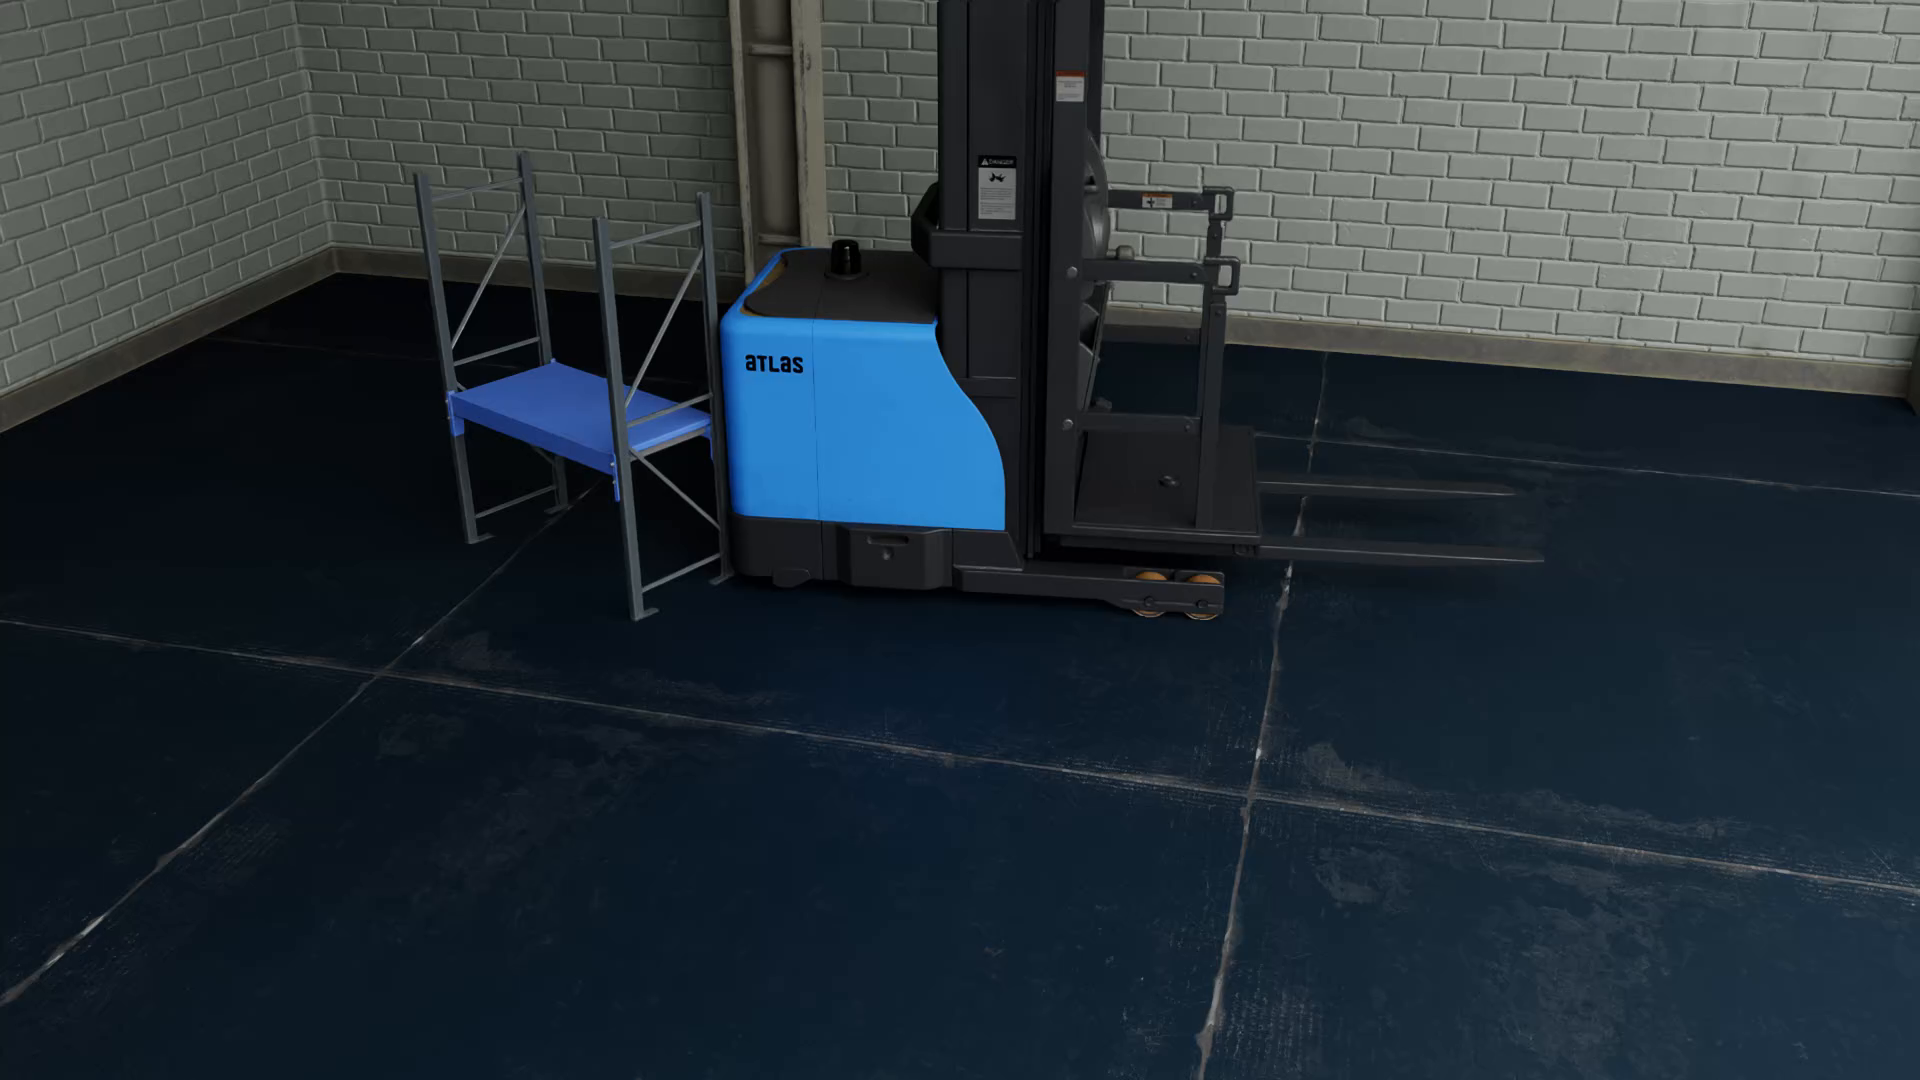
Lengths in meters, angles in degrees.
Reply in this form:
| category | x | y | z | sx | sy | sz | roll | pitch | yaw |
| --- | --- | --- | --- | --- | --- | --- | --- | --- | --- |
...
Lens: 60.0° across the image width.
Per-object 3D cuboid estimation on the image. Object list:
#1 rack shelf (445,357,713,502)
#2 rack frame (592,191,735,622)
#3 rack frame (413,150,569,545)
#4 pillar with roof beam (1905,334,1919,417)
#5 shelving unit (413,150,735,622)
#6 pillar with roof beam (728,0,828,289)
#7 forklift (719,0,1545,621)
| category | x | y | z | sx | sy | sz | roll | pitch | yaw |
| --- | --- | --- | --- | --- | --- | --- | --- | --- | --- |
| rack shelf | -1.438 | -0.440 | 6.348 | 1.000 | 0.185 | 0.538 | 20 | 32 | 35 |
| rack frame | -1.046 | -0.463 | 5.978 | 0.032 | 1.500 | 0.500 | 20 | 32 | 35 |
| rack frame | -1.830 | -0.742 | 6.564 | 0.032 | 1.500 | 0.500 | 20 | 32 | 35 |
| pillar with roof beam | 3.768 | -2.905 | 2.382 | 0.400 | 9.000 | 9.100 | 6 | 26 | 13 |
| shelving unit | -1.438 | -0.603 | 6.271 | 1.048 | 1.500 | 0.538 | 20 | 32 | 35 |
| pillar with roof beam | -2.043 | -3.547 | 3.732 | 0.400 | 9.000 | 9.100 | 6 | 26 | 13 |
| forklift | 0.677 | -1.269 | 6.006 | 3.031 | 2.935 | 1.130 | 3 | 26 | 7 |
